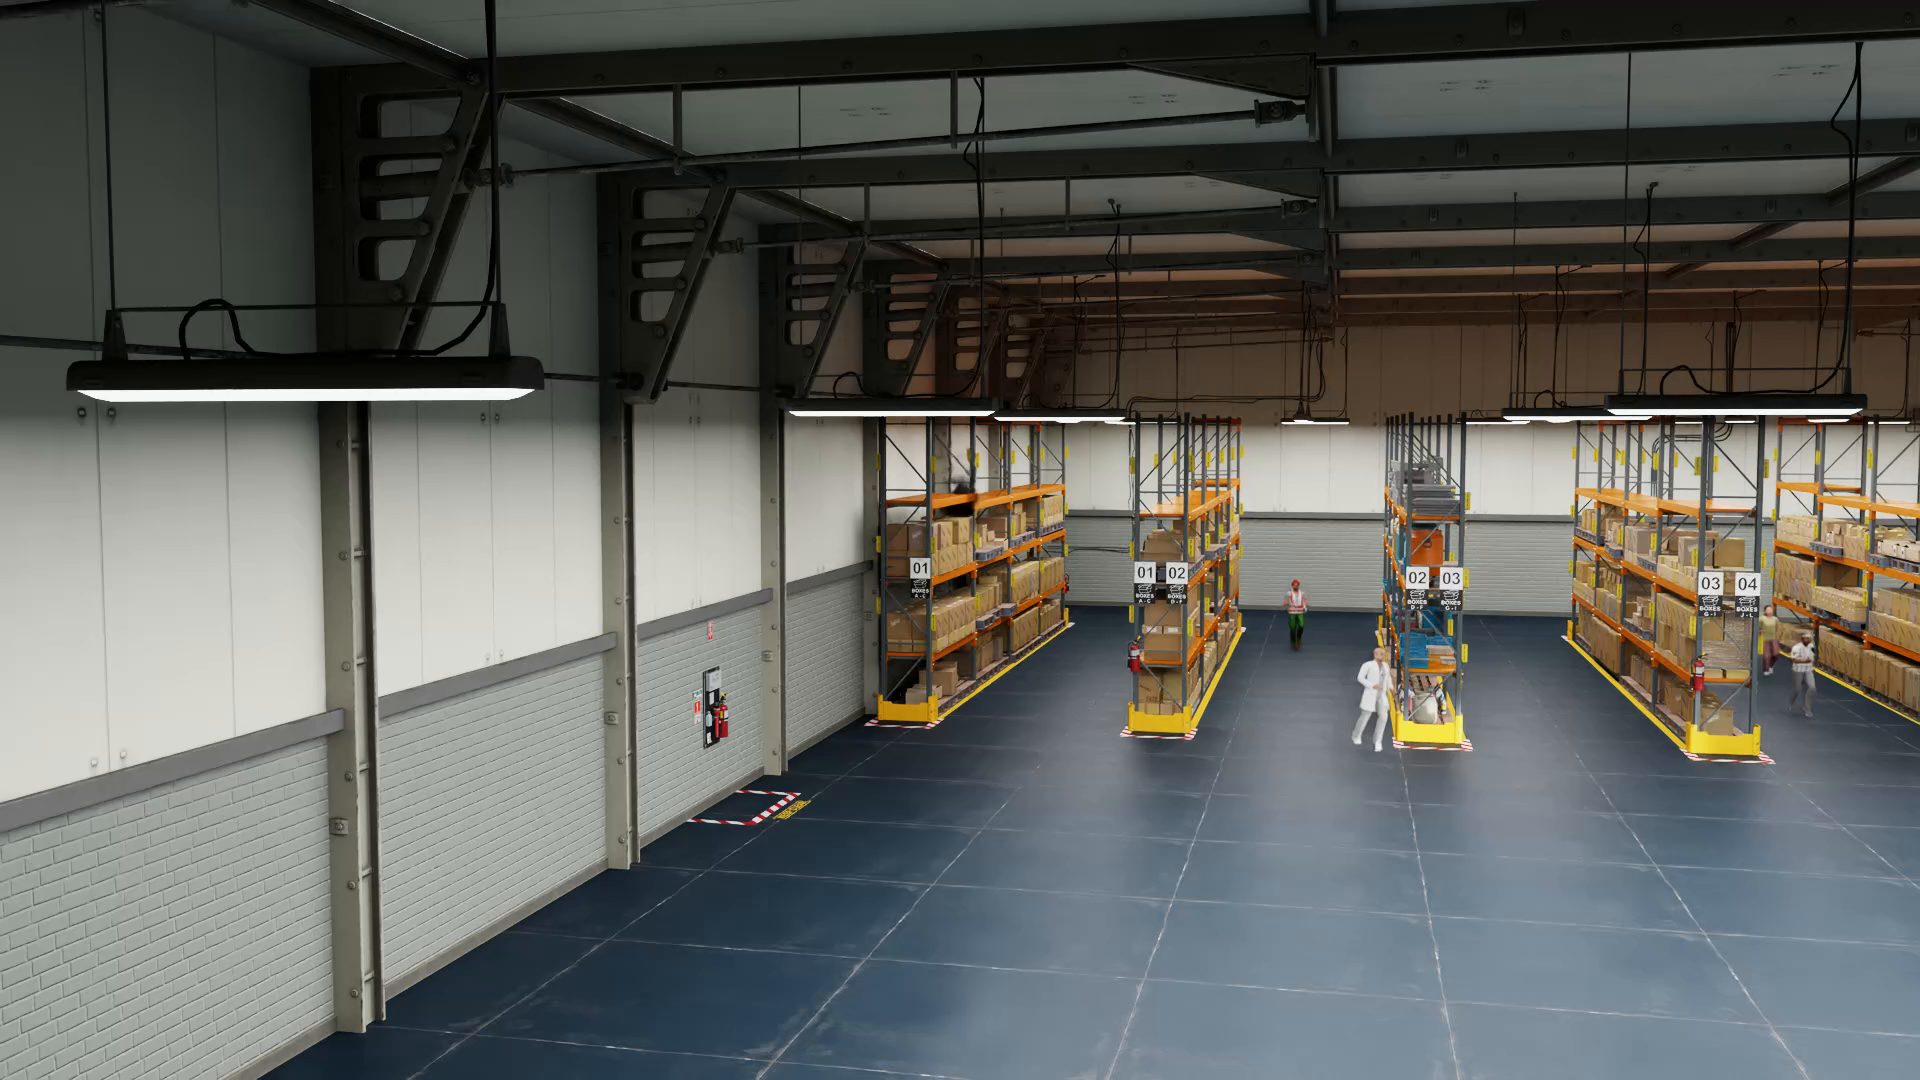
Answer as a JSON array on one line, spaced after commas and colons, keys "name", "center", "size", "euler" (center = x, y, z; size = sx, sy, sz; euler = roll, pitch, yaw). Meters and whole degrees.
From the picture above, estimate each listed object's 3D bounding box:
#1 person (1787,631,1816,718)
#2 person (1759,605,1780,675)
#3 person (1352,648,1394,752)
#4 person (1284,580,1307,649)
[{"name": "person", "center": [16.768, 2.650, 33.135], "size": [0.595, 1.735, 0.845], "euler": [0, 4, -2]}, {"name": "person", "center": [18.614, 2.310, 38.234], "size": [0.570, 1.627, 0.526], "euler": [1, 4, 10]}, {"name": "person", "center": [7.443, 2.836, 29.758], "size": [0.773, 1.816, 0.788], "euler": [-1, 4, -17]}, {"name": "person", "center": [8.710, 1.926, 43.031], "size": [0.634, 1.794, 0.655], "euler": [0, 4, 3]}]
